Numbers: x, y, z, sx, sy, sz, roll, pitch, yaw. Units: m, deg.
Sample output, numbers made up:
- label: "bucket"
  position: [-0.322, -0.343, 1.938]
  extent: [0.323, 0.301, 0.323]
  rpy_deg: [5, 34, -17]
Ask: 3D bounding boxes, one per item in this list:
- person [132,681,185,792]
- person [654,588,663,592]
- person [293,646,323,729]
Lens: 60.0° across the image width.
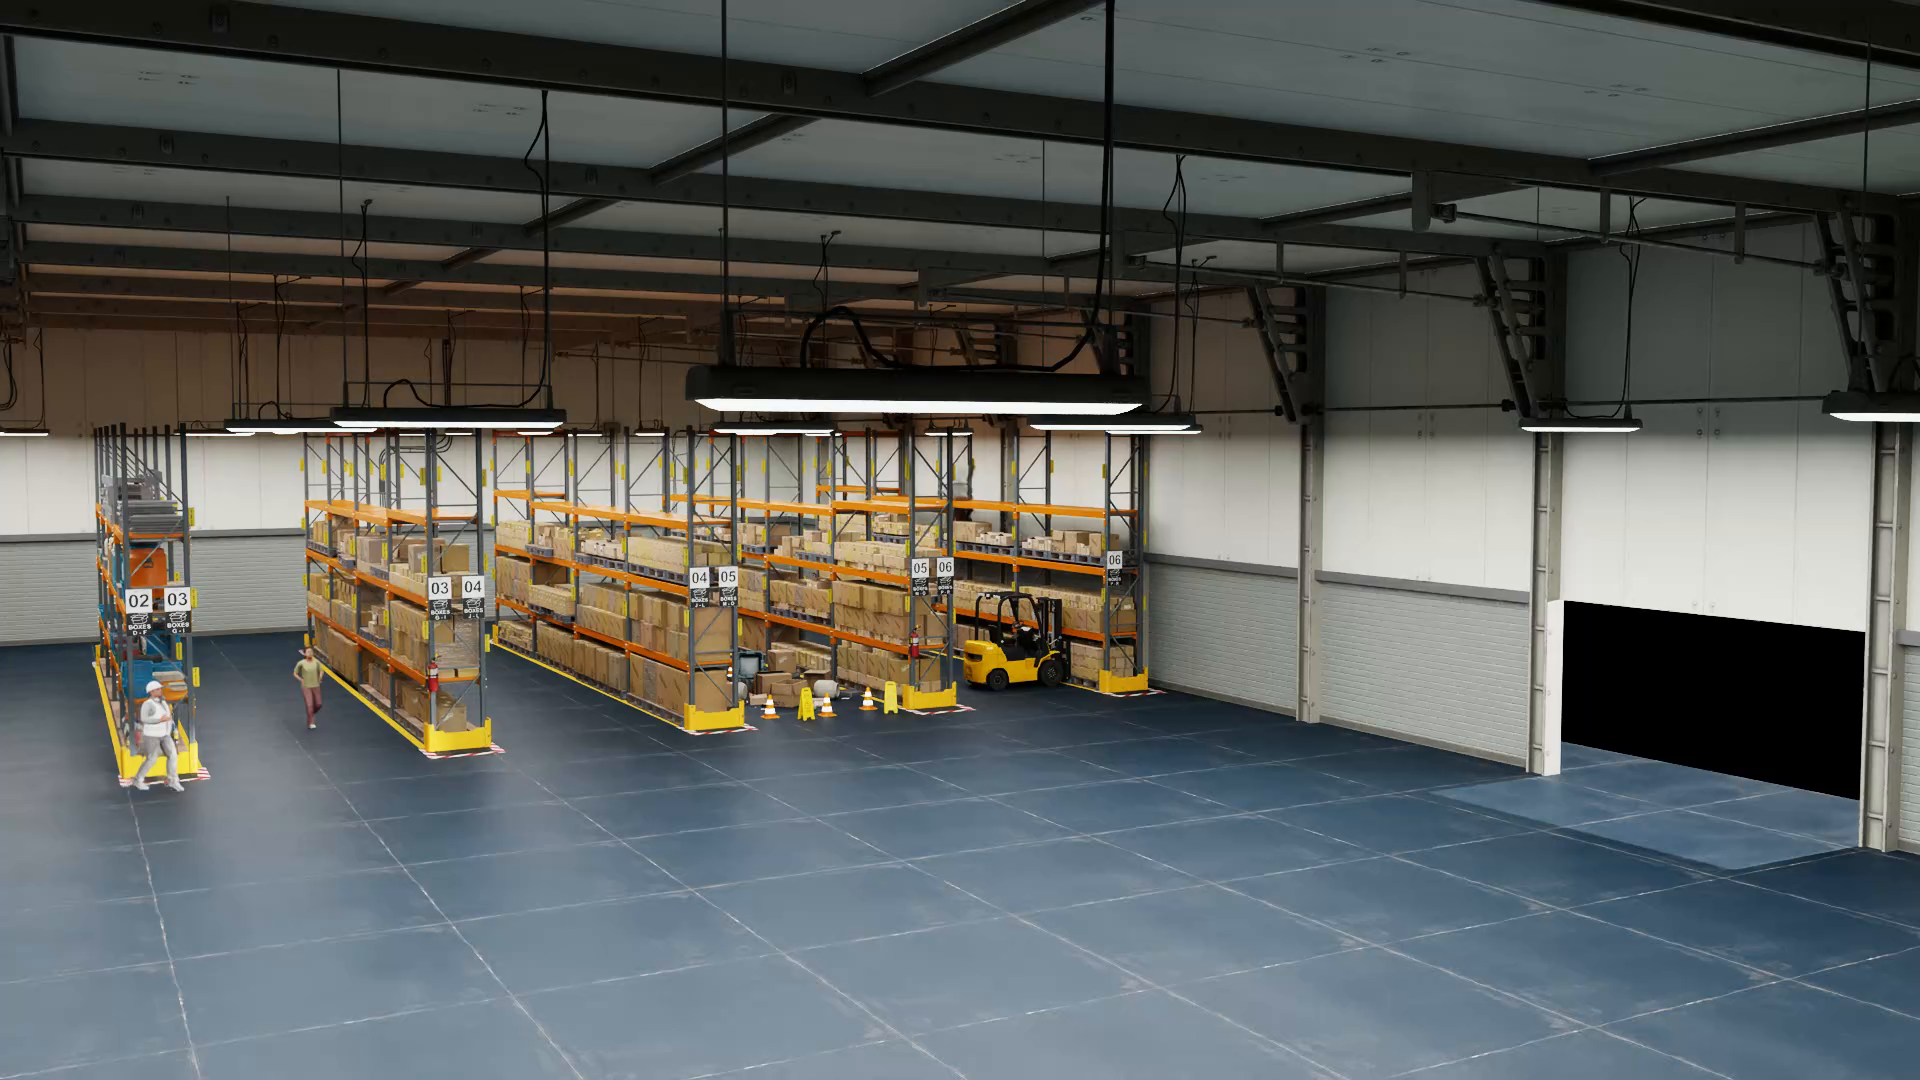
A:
- label: "person"
  position: [-13.003, 3.190, 26.952]
  extent: [0.801, 1.811, 0.661]
  rpy_deg: [1, 4, 12]
- label: "person"
  position: [-9.115, 1.816, 50.562]
  extent: [0.661, 1.734, 0.811]
  rpy_deg: [-1, 4, -13]
- label: "person"
  position: [-12.904, 2.912, 32.977]
  extent: [0.578, 1.619, 0.569]
  rpy_deg: [-3, 4, -37]
